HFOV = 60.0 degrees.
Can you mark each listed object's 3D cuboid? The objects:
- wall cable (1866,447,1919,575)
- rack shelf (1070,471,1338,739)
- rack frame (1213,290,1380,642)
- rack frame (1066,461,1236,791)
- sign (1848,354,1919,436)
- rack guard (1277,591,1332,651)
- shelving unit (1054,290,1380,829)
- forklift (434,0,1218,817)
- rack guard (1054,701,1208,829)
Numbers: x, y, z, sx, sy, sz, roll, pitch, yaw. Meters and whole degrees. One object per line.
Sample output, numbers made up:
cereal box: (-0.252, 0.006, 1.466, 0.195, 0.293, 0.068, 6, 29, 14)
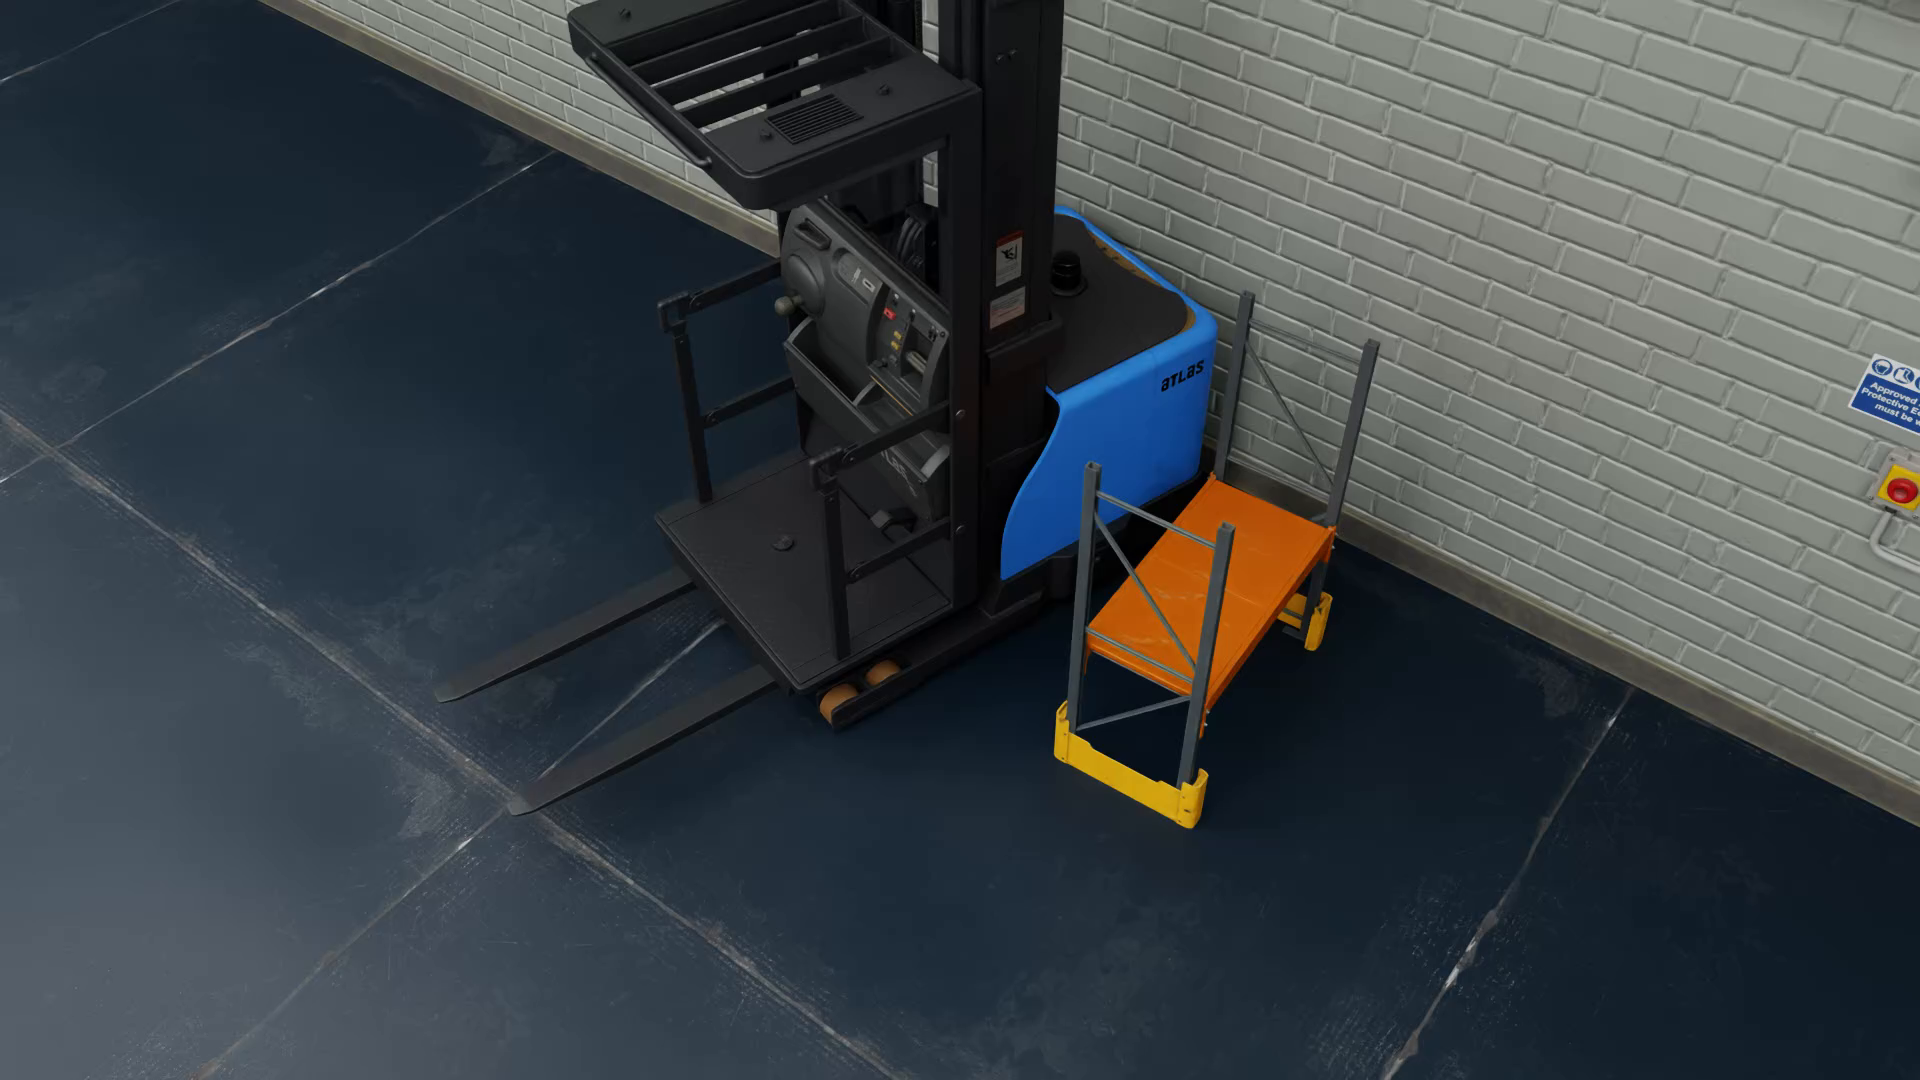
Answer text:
wall cable: (2.906, -0.632, 4.720, 0.585, 1.953, 0.123, 29, 53, 25)
rack shelf: (0.880, 0.205, 5.930, 0.538, 0.185, 1.000, 26, 52, 23)
rack frame: (1.166, -0.223, 6.090, 0.500, 1.500, 0.032, 26, 52, 23)
rack frame: (0.595, 0.385, 5.509, 0.500, 1.500, 0.032, 26, 52, 23)
sign: (2.905, -0.420, 5.055, 0.327, 0.218, 0.001, 29, 53, 25)
rack guard: (1.165, 0.210, 6.542, 0.587, 0.250, 0.087, 26, 52, 23)
shelving unit: (0.885, 0.076, 5.805, 0.587, 1.500, 1.083, 26, 52, 23)
forklift: (-0.504, -0.748, 5.602, 3.031, 2.935, 1.130, -28, 52, -24)
rack guard: (0.605, 0.805, 5.972, 0.587, 0.250, 0.087, 26, 52, 23)
